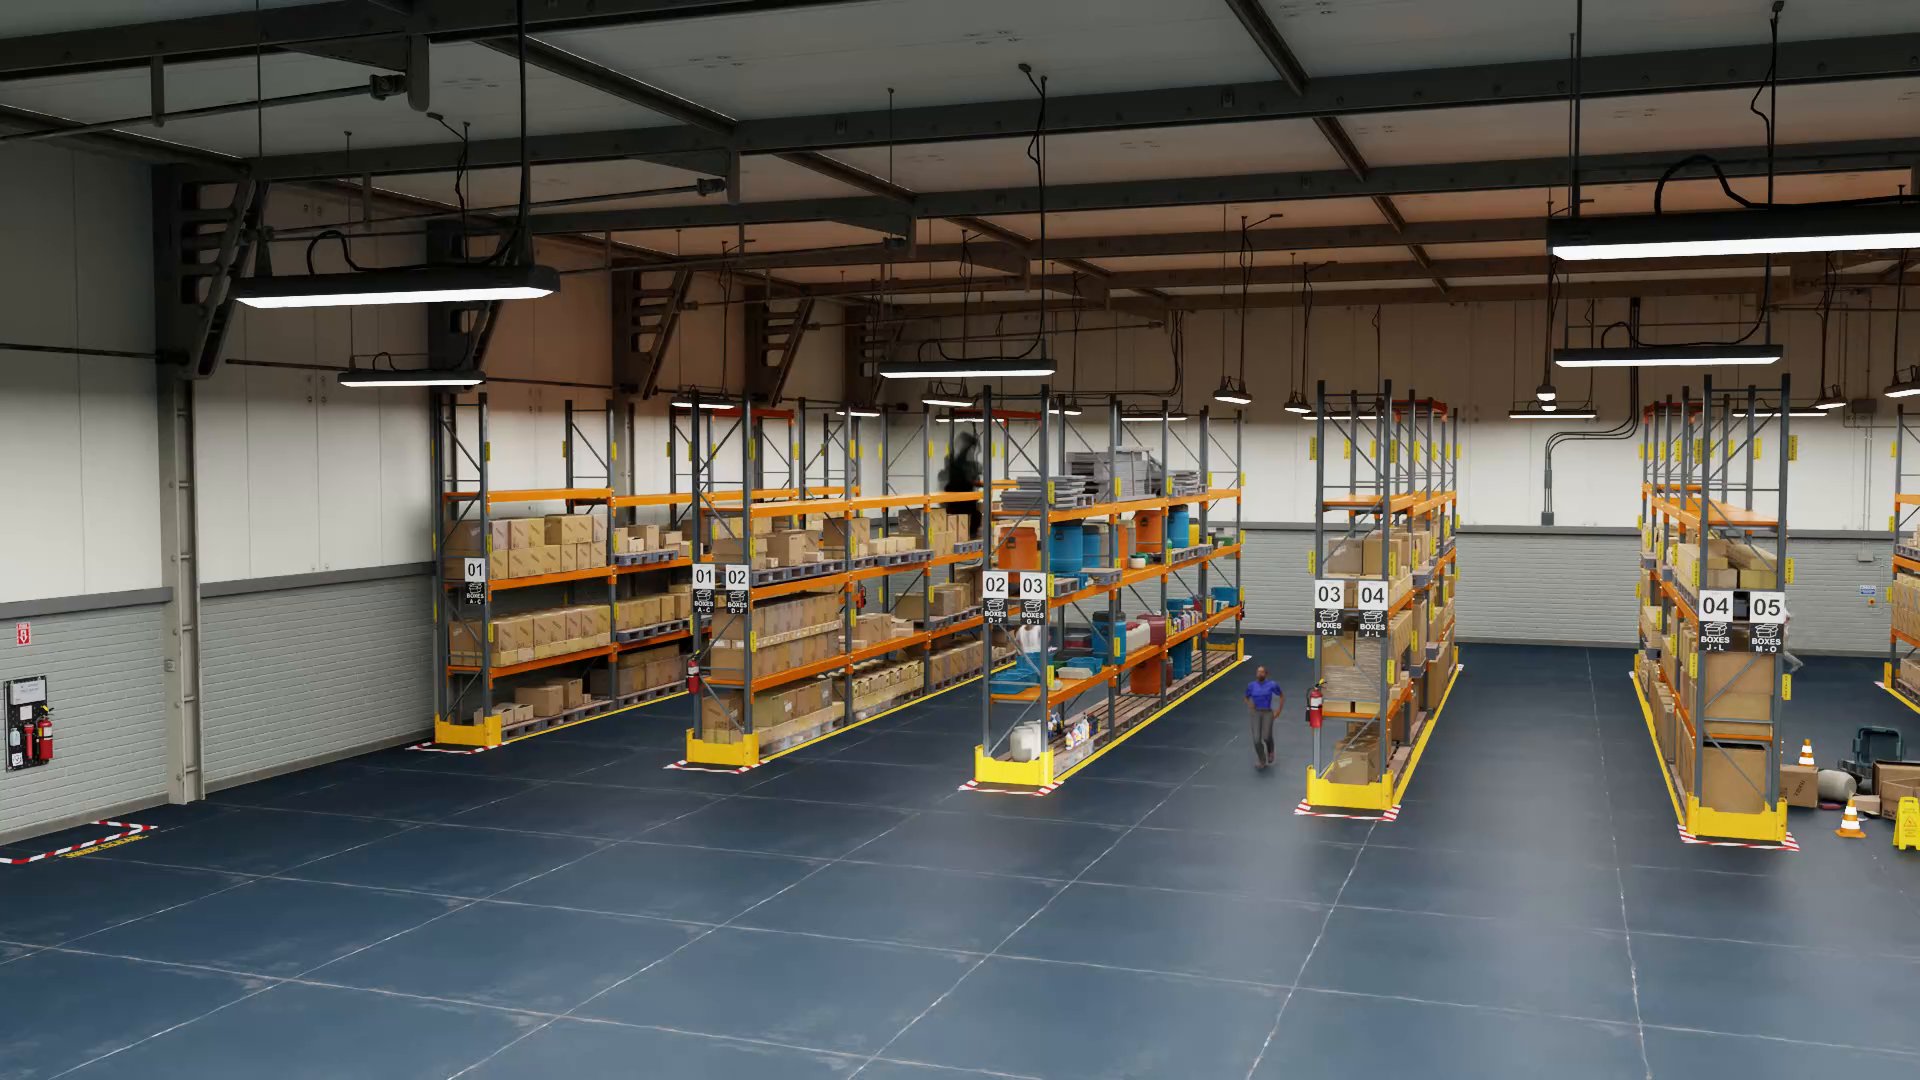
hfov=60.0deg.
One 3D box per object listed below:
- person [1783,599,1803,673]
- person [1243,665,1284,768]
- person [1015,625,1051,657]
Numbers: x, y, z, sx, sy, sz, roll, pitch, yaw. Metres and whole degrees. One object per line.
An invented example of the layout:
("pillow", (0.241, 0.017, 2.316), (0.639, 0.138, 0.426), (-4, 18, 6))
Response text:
("person", (18.286, 2.138, 37.114), (0.975, 1.797, 0.662), (1, 3, 22))
("person", (4.760, 2.800, 26.211), (0.624, 1.612, 0.537), (1, 3, 21))
("person", (1.436, 2.339, 33.762), (0.716, 1.735, 0.651), (1, 3, 21))
